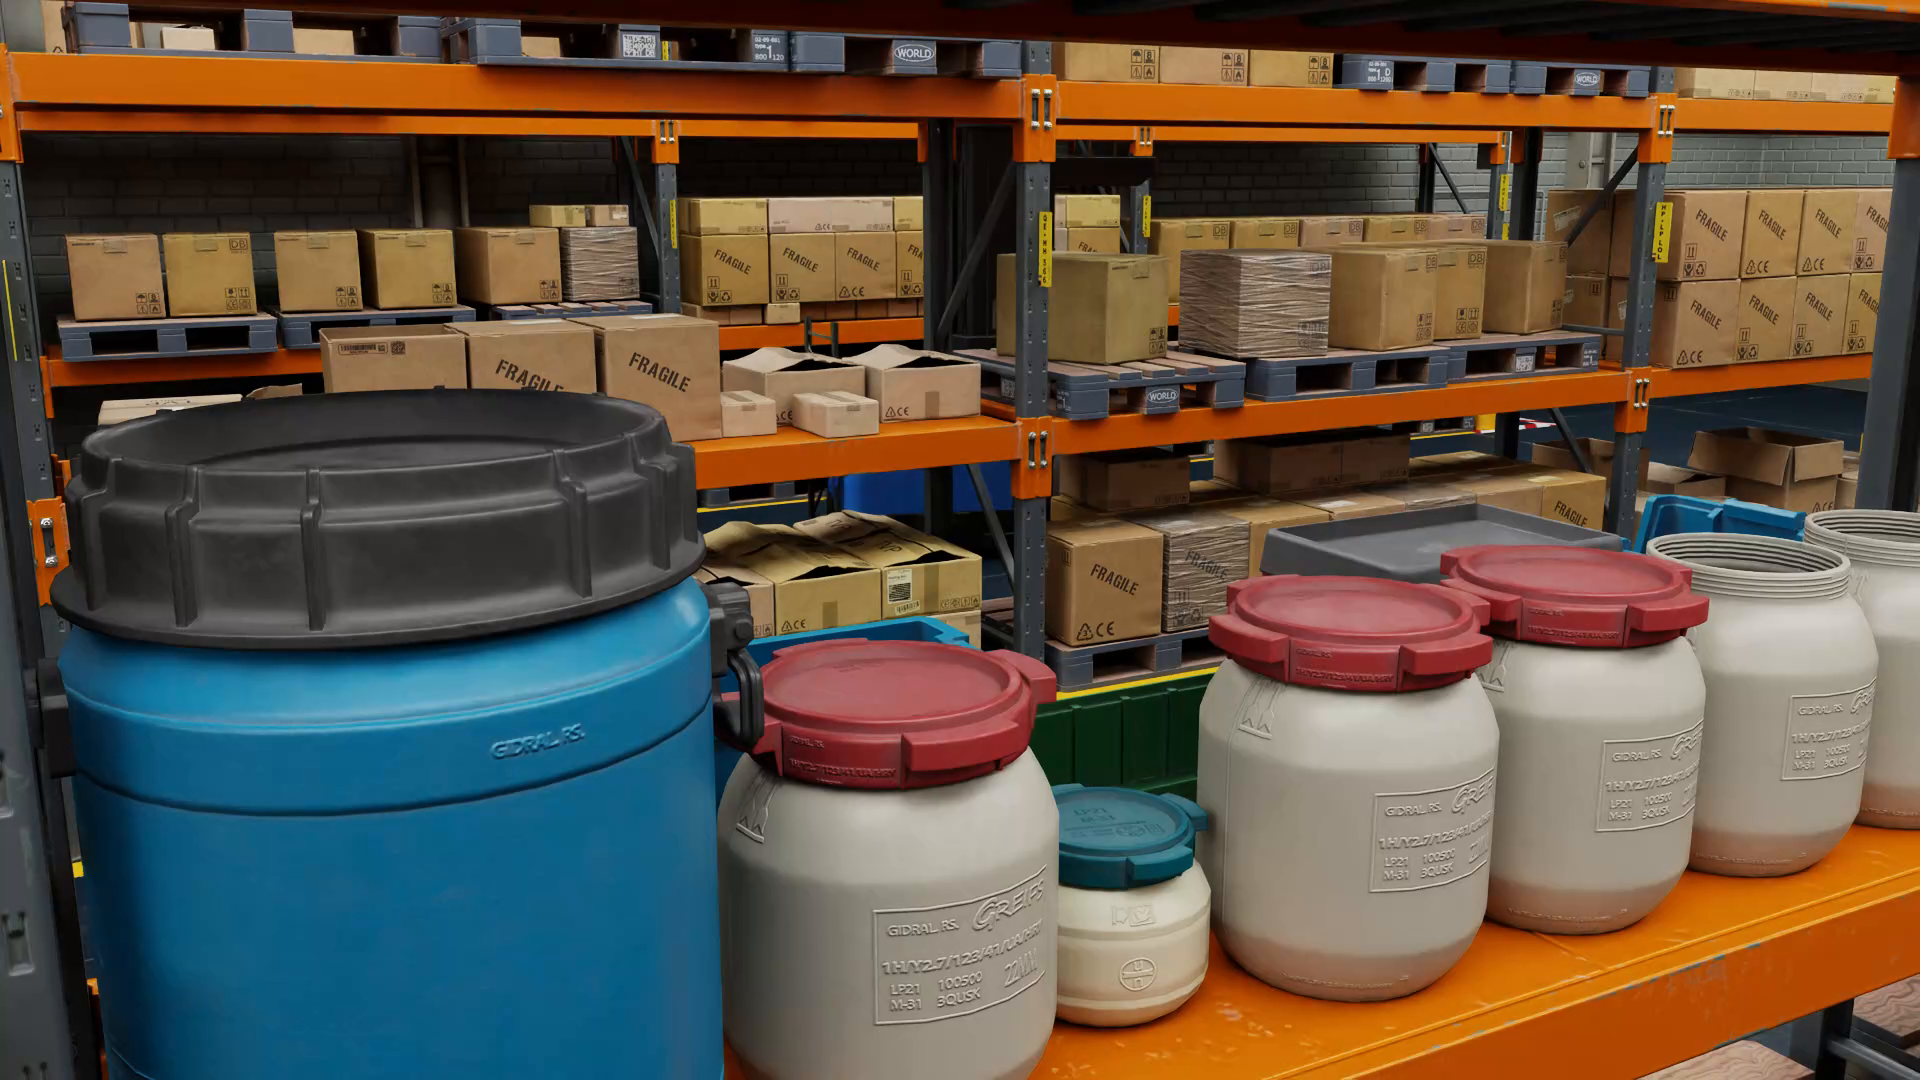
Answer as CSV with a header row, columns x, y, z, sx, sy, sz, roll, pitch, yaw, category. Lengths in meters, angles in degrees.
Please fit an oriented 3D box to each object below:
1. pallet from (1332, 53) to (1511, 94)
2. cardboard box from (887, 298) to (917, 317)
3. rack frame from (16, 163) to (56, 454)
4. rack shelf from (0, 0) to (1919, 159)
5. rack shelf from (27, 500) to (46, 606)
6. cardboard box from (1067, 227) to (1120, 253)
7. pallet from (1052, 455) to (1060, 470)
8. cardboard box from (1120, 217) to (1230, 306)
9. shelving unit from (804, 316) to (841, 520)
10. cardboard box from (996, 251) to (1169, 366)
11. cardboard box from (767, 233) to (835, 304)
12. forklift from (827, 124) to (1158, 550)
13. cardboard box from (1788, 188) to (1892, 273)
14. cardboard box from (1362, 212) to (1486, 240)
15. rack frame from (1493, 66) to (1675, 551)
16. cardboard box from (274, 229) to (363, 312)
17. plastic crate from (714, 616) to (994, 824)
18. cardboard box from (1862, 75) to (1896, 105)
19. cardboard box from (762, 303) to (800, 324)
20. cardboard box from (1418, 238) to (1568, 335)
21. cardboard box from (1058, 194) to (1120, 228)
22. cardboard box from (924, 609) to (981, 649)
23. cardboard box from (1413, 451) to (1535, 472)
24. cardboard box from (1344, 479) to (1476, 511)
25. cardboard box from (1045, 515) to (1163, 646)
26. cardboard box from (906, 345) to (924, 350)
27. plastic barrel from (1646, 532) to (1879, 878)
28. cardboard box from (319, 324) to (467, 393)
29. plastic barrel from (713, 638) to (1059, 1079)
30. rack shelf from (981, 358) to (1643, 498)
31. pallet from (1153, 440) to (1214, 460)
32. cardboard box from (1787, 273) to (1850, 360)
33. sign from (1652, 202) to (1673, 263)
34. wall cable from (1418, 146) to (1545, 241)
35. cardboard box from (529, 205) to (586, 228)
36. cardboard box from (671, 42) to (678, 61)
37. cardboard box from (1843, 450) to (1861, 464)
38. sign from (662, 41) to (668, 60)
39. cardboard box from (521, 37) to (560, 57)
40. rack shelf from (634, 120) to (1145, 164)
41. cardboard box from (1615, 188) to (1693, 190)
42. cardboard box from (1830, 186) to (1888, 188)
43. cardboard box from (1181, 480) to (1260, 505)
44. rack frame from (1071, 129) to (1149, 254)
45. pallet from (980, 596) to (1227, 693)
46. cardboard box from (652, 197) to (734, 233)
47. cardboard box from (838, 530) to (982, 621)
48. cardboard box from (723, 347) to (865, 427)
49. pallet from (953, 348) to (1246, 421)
x,y,z,sx,sy,sz,roll,pitch,yaw,category
2.104,-2.452,8.767,1.003,0.211,1.213,-7,14,-28,pallet
-0.528,-1.819,12.885,0.250,0.149,0.380,-7,14,-28,cardboard box
-5.780,-1.357,10.308,0.127,3.000,1.000,-7,14,-28,rack frame
0.722,-0.771,2.509,4.000,0.370,1.077,-7,14,-28,rack shelf
-5.159,0.158,5.212,4.000,0.370,1.077,-7,14,-28,rack shelf
0.957,-2.305,13.570,0.500,0.500,0.500,-7,15,-29,cardboard box
0.600,-0.743,13.929,1.213,0.211,1.003,-7,14,-28,pallet
1.726,-2.399,14.255,0.700,0.700,0.980,-7,14,-27,cardboard box
-1.328,-0.604,10.377,1.048,1.500,0.538,-6,14,-26,shelving unit
0.606,-1.165,8.272,0.700,0.500,0.500,11,17,41,cardboard box
-1.256,-2.037,12.377,0.500,0.500,0.500,-6,14,-26,cardboard box
0.668,-1.451,10.880,3.031,2.935,1.130,-3,13,-11,forklift
5.524,-1.939,10.390,0.500,0.500,0.500,-6,14,-26,cardboard box
4.310,-2.710,15.638,0.700,0.700,0.980,-6,14,-25,cardboard box
3.618,-1.245,9.808,0.127,3.000,1.000,-7,14,-28,rack frame
-4.260,-1.800,11.047,0.500,0.500,0.700,-5,14,-20,cardboard box
-0.214,0.384,2.608,0.575,0.384,0.392,-7,14,-28,plastic crate
5.481,-2.796,10.210,0.500,0.250,0.500,-7,14,-28,cardboard box
-1.370,-1.692,12.321,0.250,0.149,0.380,-6,14,-26,cardboard box
3.095,-1.492,9.721,0.700,0.500,0.500,11,17,41,cardboard box
0.954,-2.670,13.482,0.500,0.250,0.500,-6,14,-26,cardboard box
-0.237,0.415,7.739,0.500,0.250,0.500,-6,14,-27,cardboard box
3.077,-0.236,10.016,0.500,0.500,0.500,-8,15,-30,cardboard box
2.444,-0.030,9.100,0.500,0.500,0.500,-7,14,-27,cardboard box
0.644,0.188,8.132,0.500,0.500,0.500,-6,14,-25,cardboard box
-0.045,-1.167,13.405,0.750,0.750,0.750,-6,14,-26,cardboard box
1.307,0.270,2.821,0.421,0.512,0.421,0,13,0,plastic barrel
-2.259,-0.585,6.648,0.500,0.500,0.500,-6,14,-24,cardboard box
-0.089,0.427,2.069,0.433,0.535,0.433,0,13,0,plastic barrel
1.863,-0.683,8.952,4.000,0.370,1.077,-7,14,-28,rack shelf
1.947,-0.903,14.642,1.213,0.211,1.003,-7,14,-28,pallet
5.084,-1.401,10.276,0.500,0.500,0.500,-7,14,-28,cardboard box
3.887,-1.703,9.207,0.005,0.325,0.100,-7,14,-28,sign
5.423,-3.432,17.215,1.851,1.984,0.084,-7,14,-28,wall cable
-2.833,-2.279,11.697,0.250,0.149,0.380,-10,16,-37,cardboard box
-1.879,-3.566,12.061,0.500,0.500,0.700,-8,15,-32,cardboard box
6.077,-0.483,11.686,0.500,0.250,0.500,-7,14,-28,cardboard box
-2.011,-3.389,11.326,0.005,0.325,0.100,-7,14,-28,sign
-3.012,-3.269,11.696,0.500,0.500,0.500,-7,14,-28,cardboard box
-0.514,-3.101,12.863,4.000,0.370,1.077,-7,14,-28,rack shelf
4.387,-1.939,10.387,0.500,0.500,0.500,-7,15,-29,cardboard box
6.158,-2.150,11.324,0.500,0.500,0.500,-7,14,-27,cardboard box
1.270,-0.017,9.044,0.500,0.500,0.500,-7,15,-30,cardboard box
1.242,-2.199,14.048,0.127,3.000,1.000,-7,14,-28,rack frame
0.781,0.465,8.561,1.213,0.211,1.003,-7,14,-28,pallet
-1.996,-2.445,12.484,0.500,0.250,0.500,-6,14,-26,cardboard box
-0.234,0.142,7.676,0.500,0.311,0.500,-6,14,-26,cardboard box
-0.770,-0.724,7.695,0.500,0.311,0.500,-7,14,-29,cardboard box
0.669,-0.815,8.336,1.003,0.211,1.213,-7,14,-28,pallet
